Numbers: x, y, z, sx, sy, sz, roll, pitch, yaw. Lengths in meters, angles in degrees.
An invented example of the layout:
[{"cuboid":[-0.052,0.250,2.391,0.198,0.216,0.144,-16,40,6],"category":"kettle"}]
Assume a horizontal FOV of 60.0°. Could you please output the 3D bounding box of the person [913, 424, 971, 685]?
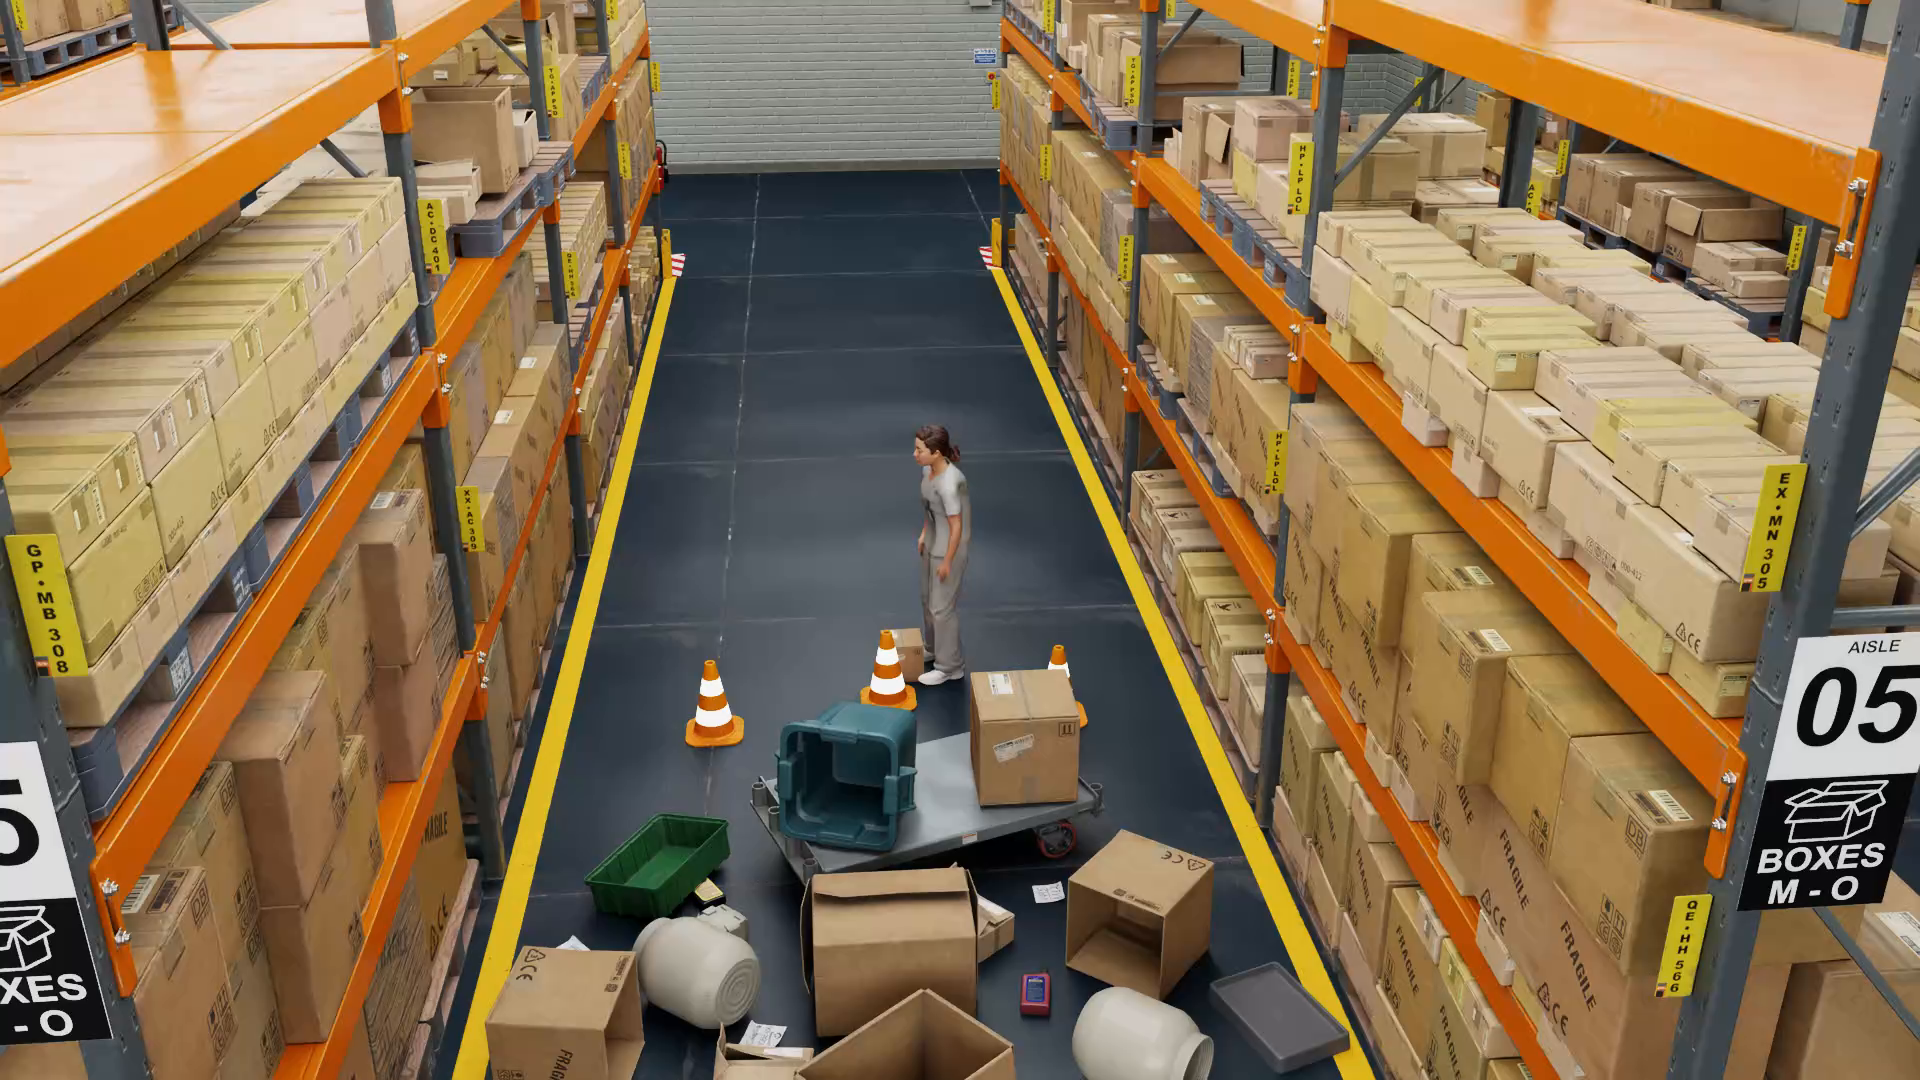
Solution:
[{"cuboid":[-0.125,0.069,10.154,0.353,1.673,0.509,-7,25,-15],"category":"person"}]
